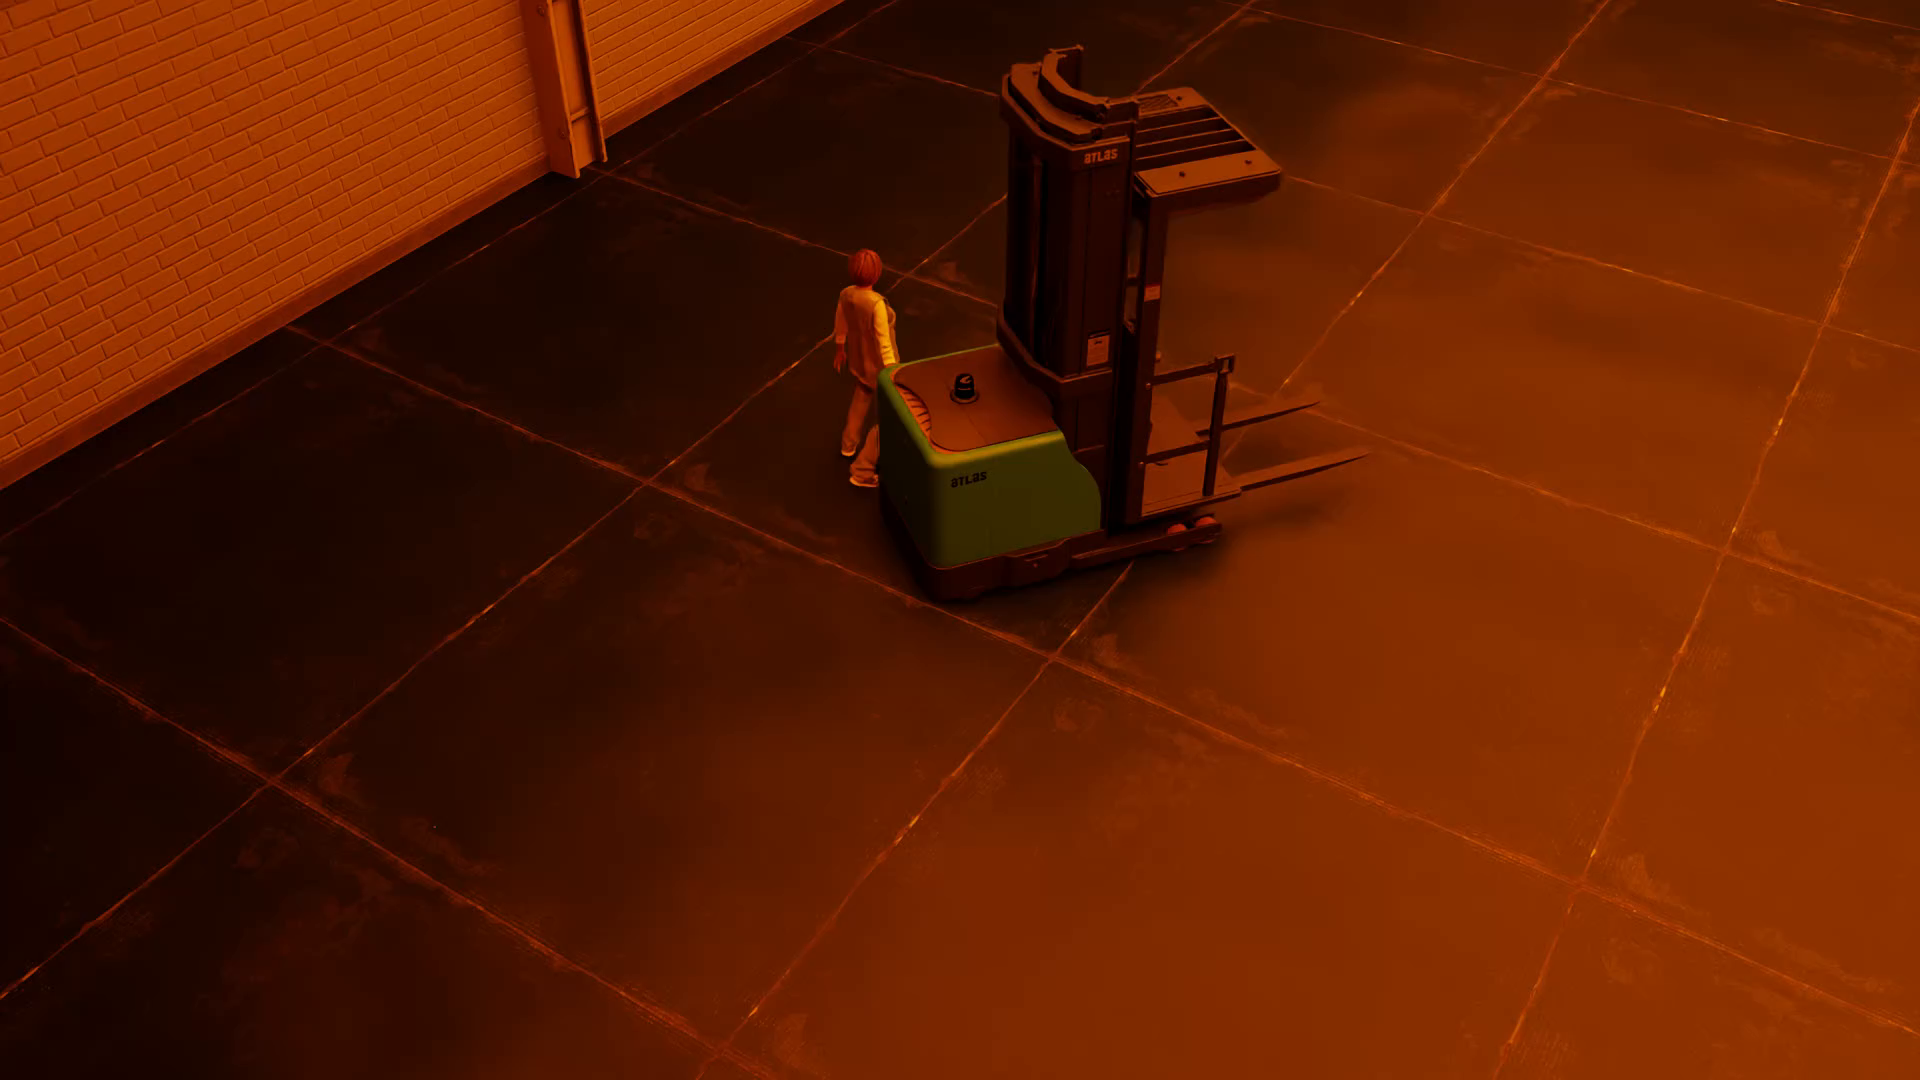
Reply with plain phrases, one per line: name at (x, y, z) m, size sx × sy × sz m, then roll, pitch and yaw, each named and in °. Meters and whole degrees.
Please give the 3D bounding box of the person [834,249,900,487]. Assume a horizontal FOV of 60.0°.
person at (-0.586, -1.037, 10.298) m, size 0.445 × 1.551 × 0.745 m, roll -26°, pitch 47°, yaw -28°

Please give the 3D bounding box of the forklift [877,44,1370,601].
forklift at (1.068, -1.357, 9.568) m, size 3.031 × 2.935 × 1.130 m, roll -14°, pitch 42°, yaw -16°
